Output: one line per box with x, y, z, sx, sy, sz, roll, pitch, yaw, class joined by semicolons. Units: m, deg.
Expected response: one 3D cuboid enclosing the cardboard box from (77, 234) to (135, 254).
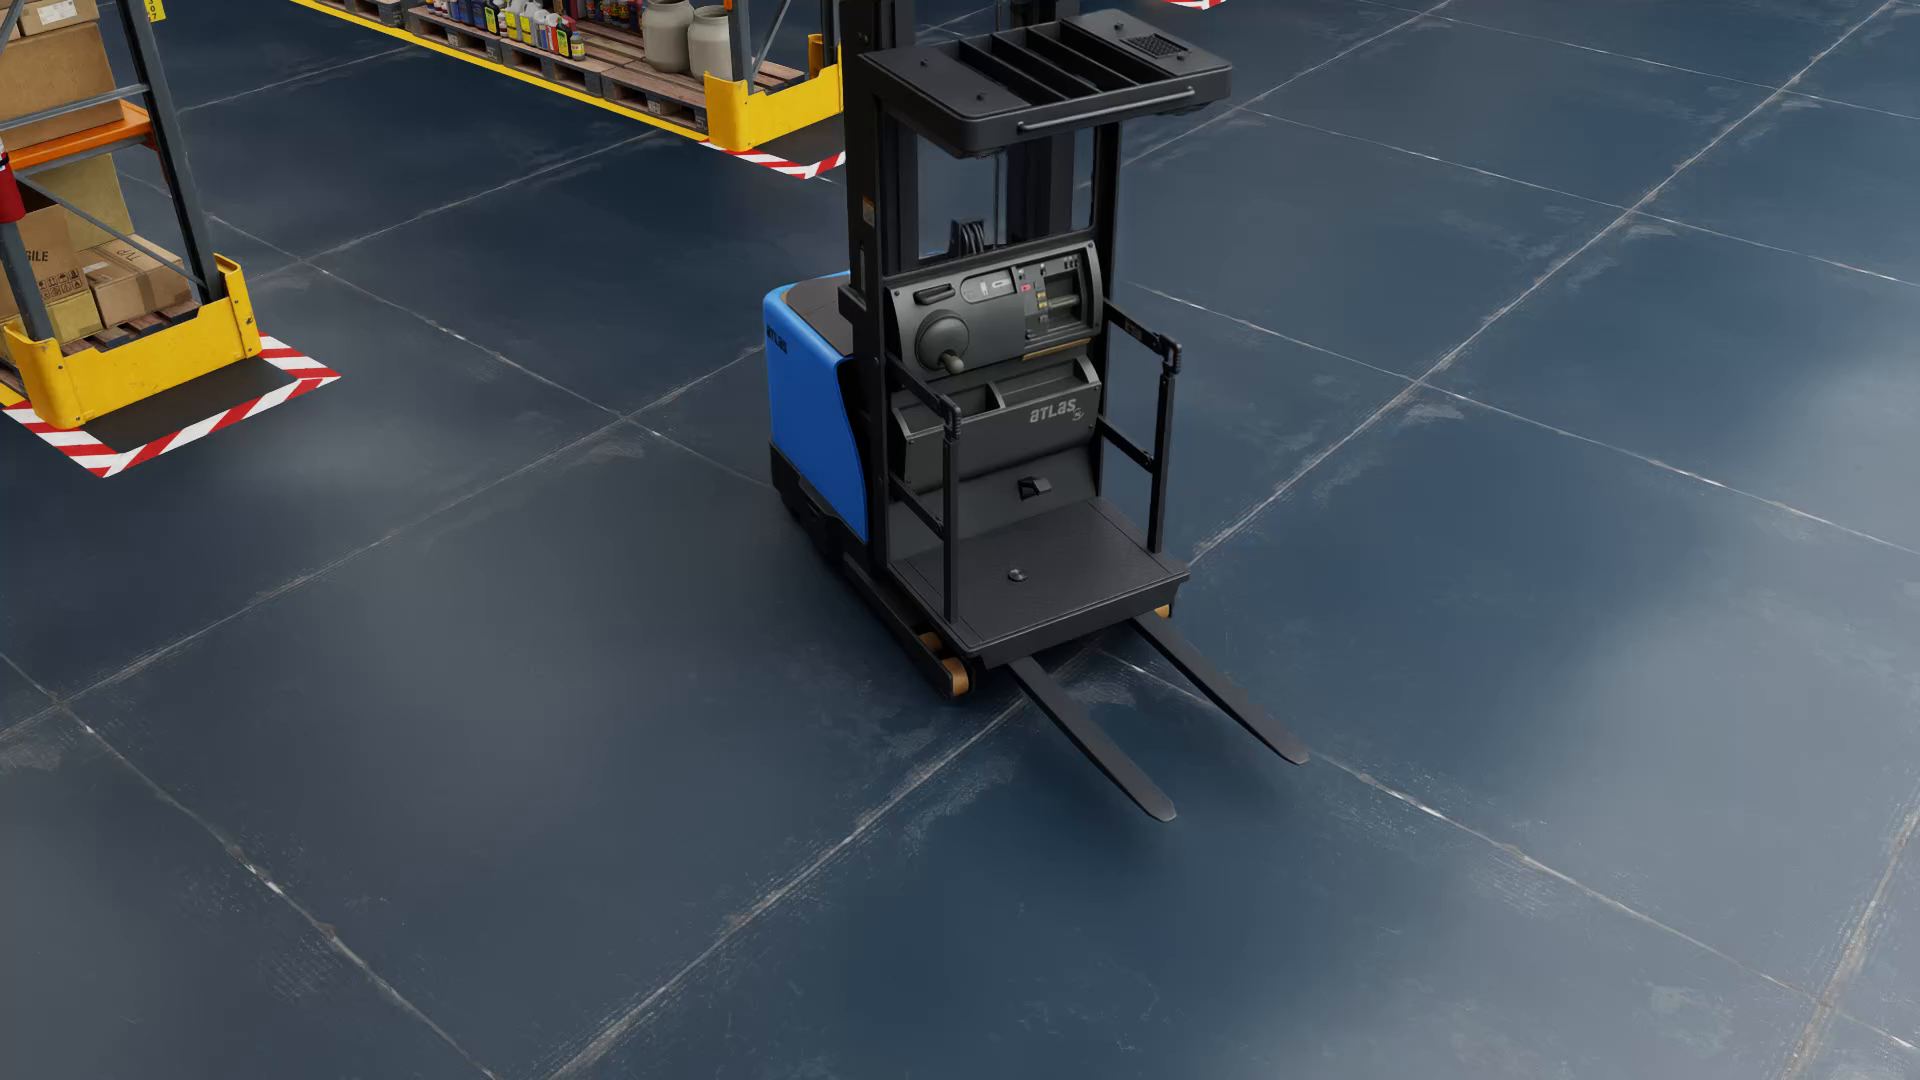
-5.054;-1.624;9.523;0.500;0.250;0.500;25;42;32;cardboard box

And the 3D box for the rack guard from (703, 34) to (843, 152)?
-1.314;-3.244;12.033;0.348;0.500;1.175;25;42;32;rack guard

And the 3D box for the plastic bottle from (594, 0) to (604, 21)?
-2.915;-4.351;13.457;0.097;0.271;0.097;0;34;0;plastic bottle

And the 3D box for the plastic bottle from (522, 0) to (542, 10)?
-3.397;-4.154;13.166;0.135;0.276;0.152;25;42;32;plastic bottle

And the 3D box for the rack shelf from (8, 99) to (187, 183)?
-5.934;-2.542;9.437;4.000;0.370;1.077;25;42;32;rack shelf

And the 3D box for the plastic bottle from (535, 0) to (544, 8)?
-3.548;-4.524;13.706;0.135;0.276;0.152;25;42;32;plastic bottle

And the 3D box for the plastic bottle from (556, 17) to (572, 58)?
-3.018;-3.838;12.700;0.133;0.283;0.061;26;42;33;plastic bottle

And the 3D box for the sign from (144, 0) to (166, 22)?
-4.038;-2.743;8.260;0.005;0.325;0.100;25;42;32;sign

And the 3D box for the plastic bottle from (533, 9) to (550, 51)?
-3.200;-3.954;12.876;0.135;0.276;0.152;24;41;31;plastic bottle

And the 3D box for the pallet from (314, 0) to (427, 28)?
-4.928;-4.835;14.604;1.213;0.211;1.003;25;42;32;pallet

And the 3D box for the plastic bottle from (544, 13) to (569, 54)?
-3.093;-3.904;12.803;0.135;0.276;0.152;26;42;32;plastic bottle

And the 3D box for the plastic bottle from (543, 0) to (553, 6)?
-3.472;-4.629;13.792;0.185;0.351;0.144;23;41;30;plastic bottle

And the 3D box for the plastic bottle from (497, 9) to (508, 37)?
-3.597;-4.091;13.140;0.097;0.201;0.097;0;34;0;plastic bottle

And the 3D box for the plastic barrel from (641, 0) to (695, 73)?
-2.165;-3.802;12.463;0.421;0.512;0.421;0;34;0;plastic barrel

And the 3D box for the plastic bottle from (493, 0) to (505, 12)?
-3.662;-4.195;13.230;0.097;0.271;0.097;0;34;0;plastic bottle

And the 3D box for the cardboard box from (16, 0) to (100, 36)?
-4.561;-2.659;8.310;0.250;0.149;0.380;25;42;32;cardboard box

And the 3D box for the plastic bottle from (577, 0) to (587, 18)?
-3.102;-4.420;13.554;0.135;0.276;0.152;26;42;33;plastic bottle

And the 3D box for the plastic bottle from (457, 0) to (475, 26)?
-3.944;-4.333;13.361;0.185;0.351;0.144;26;42;33;plastic bottle

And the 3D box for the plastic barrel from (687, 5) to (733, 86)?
-1.780;-3.621;12.199;0.421;0.512;0.421;0;34;0;plastic barrel

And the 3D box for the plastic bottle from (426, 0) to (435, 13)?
-4.335;-4.467;13.627;0.097;0.271;0.097;0;34;0;plastic bottle

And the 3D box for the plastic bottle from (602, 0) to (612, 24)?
-2.836;-4.284;13.422;0.097;0.201;0.097;0;34;0;plastic bottle

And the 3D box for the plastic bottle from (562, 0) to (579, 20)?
-3.169;-4.377;13.484;0.133;0.283;0.061;25;42;32;plastic bottle

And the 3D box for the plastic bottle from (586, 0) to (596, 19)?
-2.993;-4.359;13.530;0.097;0.201;0.097;0;34;0;plastic bottle

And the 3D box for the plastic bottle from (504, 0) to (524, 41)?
-3.473;-4.111;13.038;0.185;0.351;0.144;25;42;31;plastic bottle

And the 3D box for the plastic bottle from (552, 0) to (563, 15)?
-3.270;-4.430;13.562;0.133;0.283;0.061;25;42;32;plastic bottle

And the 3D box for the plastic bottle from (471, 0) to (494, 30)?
-3.799;-4.265;13.262;0.185;0.351;0.144;23;41;30;plastic bottle

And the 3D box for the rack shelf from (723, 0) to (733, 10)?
-2.762;-4.696;12.573;4.000;0.370;1.077;25;42;32;rack shelf

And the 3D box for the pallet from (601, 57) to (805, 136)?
-1.935;-3.422;12.546;1.213;0.211;1.003;25;42;32;pallet

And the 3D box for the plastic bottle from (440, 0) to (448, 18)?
-4.178;-4.365;13.539;0.097;0.201;0.097;0;34;0;plastic bottle

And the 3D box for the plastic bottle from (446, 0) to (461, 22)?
-4.069;-4.364;13.472;0.135;0.276;0.152;27;43;33;plastic bottle

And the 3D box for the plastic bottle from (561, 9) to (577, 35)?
-3.026;-3.954;12.868;0.133;0.283;0.061;25;42;32;plastic bottle

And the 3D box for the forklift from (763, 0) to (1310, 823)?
0.261;-0.861;6.414;1.130;2.935;3.031;-18;38;-24;forklift

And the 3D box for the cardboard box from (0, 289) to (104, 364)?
-4.998;-1.220;8.934;0.500;0.250;0.500;25;42;32;cardboard box

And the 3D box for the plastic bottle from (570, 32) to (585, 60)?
-2.917;-3.770;12.673;0.097;0.201;0.097;0;34;0;plastic bottle

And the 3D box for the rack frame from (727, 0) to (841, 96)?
-1.225;-4.268;11.315;0.127;3.000;1.000;25;42;32;rack frame

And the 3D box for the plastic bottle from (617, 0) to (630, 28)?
-2.682;-4.241;13.297;0.097;0.271;0.097;0;34;0;plastic bottle

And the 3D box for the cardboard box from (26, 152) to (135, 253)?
-5.053;-1.934;9.312;0.500;0.500;0.500;25;42;32;cardboard box

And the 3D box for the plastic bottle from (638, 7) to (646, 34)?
-2.499;-4.125;13.191;0.097;0.201;0.097;0;34;0;plastic bottle

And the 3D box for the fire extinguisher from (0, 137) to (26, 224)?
-4.604;-1.837;7.844;0.183;0.674;0.296;25;42;32;fire extinguisher

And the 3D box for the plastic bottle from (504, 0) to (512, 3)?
-3.712;-4.636;13.802;0.185;0.351;0.144;25;42;32;plastic bottle

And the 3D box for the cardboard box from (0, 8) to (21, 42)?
-4.813;-2.478;8.048;0.250;0.149;0.380;24;41;31;cardboard box

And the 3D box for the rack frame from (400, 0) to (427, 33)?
-4.299;-5.717;13.425;0.127;3.000;1.000;25;42;32;rack frame

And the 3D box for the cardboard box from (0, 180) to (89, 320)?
-5.000;-1.528;8.720;0.500;0.500;0.500;25;42;32;cardboard box

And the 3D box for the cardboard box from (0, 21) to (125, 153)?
-4.748;-2.330;8.405;0.500;0.500;0.700;25;42;32;cardboard box

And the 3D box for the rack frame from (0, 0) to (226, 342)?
-4.397;-2.114;8.179;0.127;3.000;1.000;25;42;32;rack frame

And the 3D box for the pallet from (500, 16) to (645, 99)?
-2.868;-3.864;13.190;1.213;0.211;1.003;25;42;32;pallet

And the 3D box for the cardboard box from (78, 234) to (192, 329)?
-4.667;-1.445;9.262;0.500;0.250;0.500;25;42;32;cardboard box

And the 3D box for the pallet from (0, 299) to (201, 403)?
-5.012;-1.224;9.345;1.213;0.211;1.003;25;42;32;pallet

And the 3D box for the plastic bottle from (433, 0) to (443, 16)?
-4.257;-4.402;13.593;0.097;0.201;0.097;0;34;0;plastic bottle

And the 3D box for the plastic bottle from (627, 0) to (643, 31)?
-2.581;-4.212;13.244;0.133;0.283;0.061;26;42;33;plastic bottle

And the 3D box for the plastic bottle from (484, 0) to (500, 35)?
-3.699;-4.159;13.167;0.133;0.283;0.061;27;43;34;plastic bottle

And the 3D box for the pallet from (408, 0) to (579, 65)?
-3.810;-4.306;13.833;1.213;0.211;1.003;25;42;32;pallet

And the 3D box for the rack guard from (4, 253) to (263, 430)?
-4.379;-1.075;8.874;0.348;0.500;1.175;25;42;32;rack guard

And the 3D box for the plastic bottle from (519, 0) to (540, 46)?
-3.330;-4.043;12.939;0.185;0.351;0.144;27;43;34;plastic bottle

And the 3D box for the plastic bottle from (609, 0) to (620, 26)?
-2.759;-4.277;13.350;0.097;0.271;0.097;0;34;0;plastic bottle
